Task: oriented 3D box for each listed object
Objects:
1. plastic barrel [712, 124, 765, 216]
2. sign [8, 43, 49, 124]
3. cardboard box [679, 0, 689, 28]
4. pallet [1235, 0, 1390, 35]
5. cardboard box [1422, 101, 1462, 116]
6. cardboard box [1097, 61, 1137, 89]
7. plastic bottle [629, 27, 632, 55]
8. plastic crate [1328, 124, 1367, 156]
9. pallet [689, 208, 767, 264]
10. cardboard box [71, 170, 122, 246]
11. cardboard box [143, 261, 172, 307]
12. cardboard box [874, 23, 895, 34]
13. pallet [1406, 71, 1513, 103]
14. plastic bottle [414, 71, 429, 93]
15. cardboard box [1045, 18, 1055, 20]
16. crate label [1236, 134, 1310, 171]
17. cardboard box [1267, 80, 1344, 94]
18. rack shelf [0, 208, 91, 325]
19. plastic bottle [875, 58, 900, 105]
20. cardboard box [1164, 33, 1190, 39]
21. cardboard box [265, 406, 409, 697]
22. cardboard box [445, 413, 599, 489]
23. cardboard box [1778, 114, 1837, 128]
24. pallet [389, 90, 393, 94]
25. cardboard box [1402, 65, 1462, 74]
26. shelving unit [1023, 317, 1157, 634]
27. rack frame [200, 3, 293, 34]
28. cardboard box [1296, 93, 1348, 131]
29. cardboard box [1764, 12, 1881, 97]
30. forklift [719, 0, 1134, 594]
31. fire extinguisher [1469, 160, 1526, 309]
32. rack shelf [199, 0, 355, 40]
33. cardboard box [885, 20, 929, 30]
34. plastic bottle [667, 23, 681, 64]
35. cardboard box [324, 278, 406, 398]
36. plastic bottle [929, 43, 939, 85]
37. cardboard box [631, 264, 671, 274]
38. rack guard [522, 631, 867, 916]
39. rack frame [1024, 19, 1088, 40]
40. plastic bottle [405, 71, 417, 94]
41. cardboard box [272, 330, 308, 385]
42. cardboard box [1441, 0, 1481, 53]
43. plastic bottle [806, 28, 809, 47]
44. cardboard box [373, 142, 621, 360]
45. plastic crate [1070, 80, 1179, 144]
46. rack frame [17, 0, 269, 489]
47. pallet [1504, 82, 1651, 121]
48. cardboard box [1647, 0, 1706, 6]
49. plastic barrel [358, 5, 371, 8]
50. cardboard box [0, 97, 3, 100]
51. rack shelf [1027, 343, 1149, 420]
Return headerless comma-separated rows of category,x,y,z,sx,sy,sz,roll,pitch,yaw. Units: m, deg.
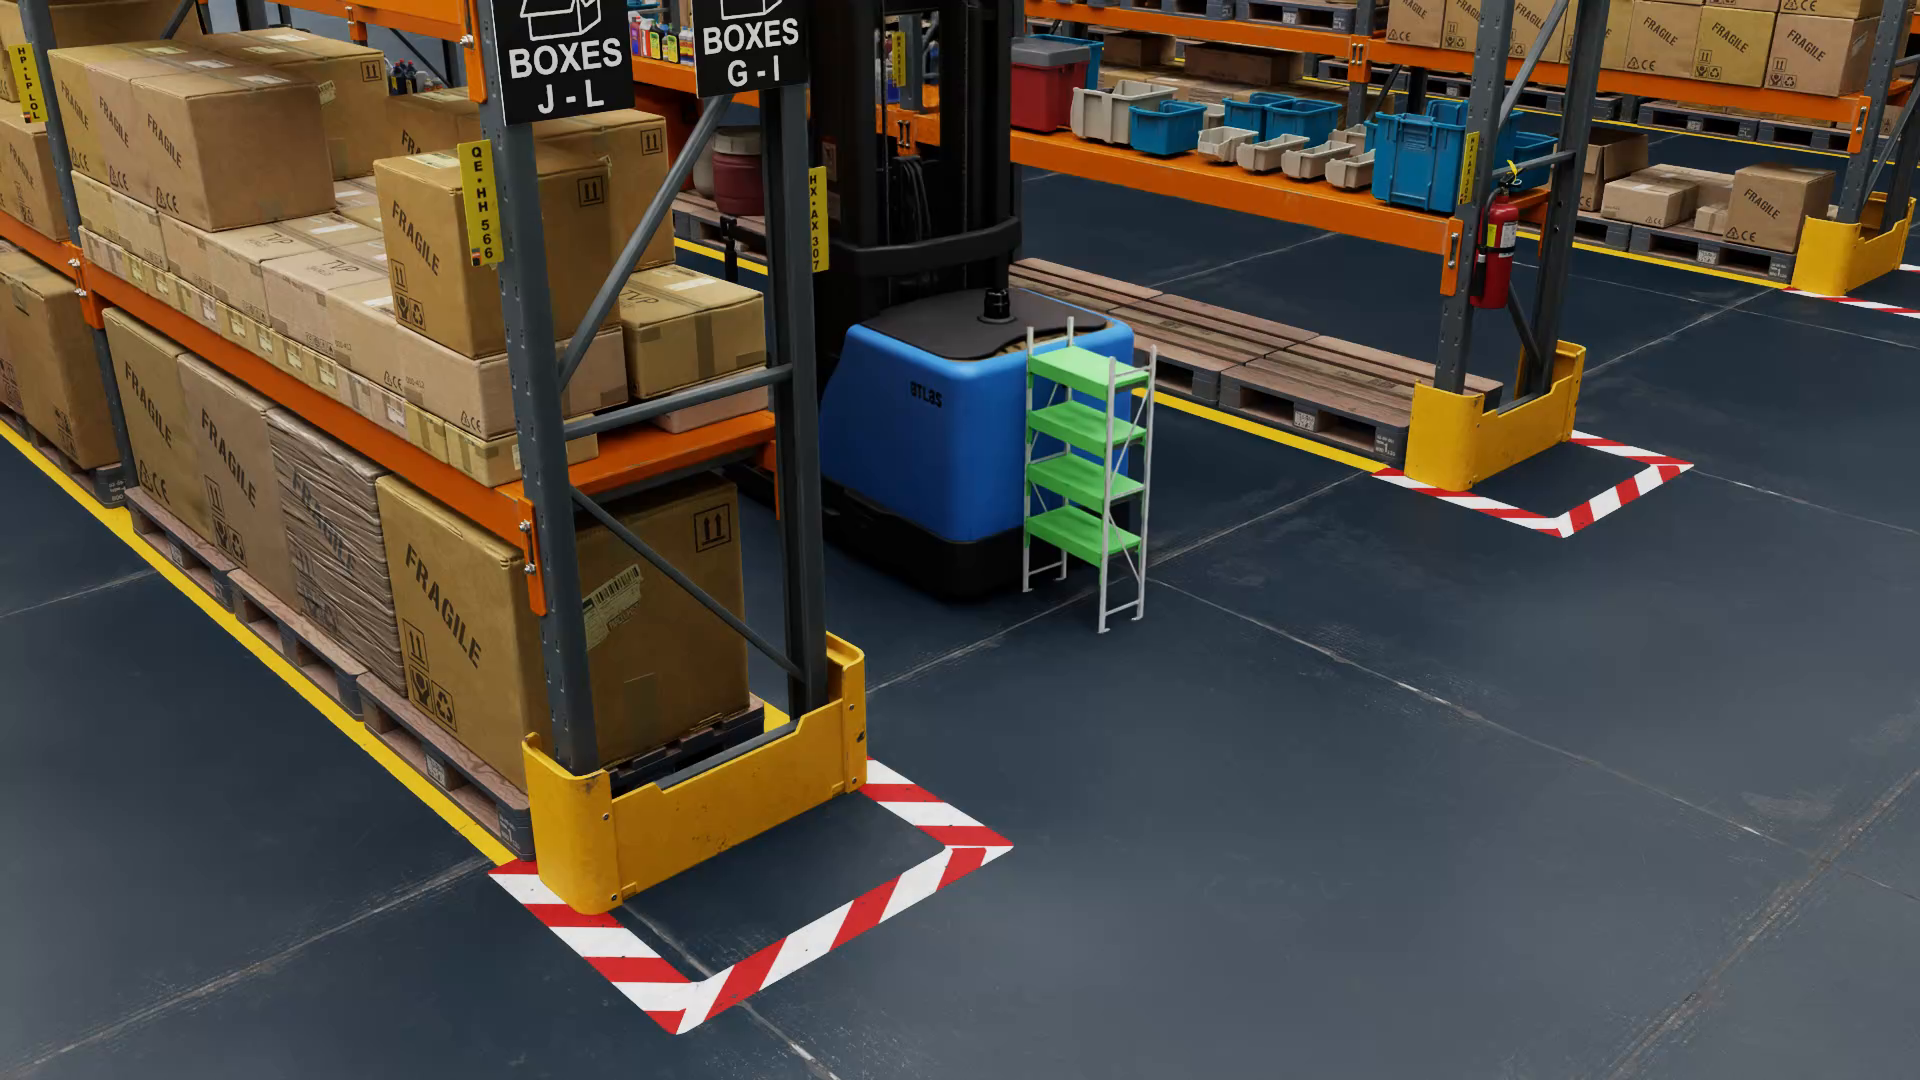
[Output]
plastic barrel,-1.595,-2.845,12.771,0.600,0.588,0.708,-21,32,-38
sign,-3.985,-1.953,7.118,0.100,0.325,0.005,-21,32,-38
cardboard box,-3.336,-6.665,20.649,0.500,0.500,0.500,-21,32,-38
pallet,3.172,-4.614,14.482,1.003,0.211,1.213,-21,32,-38
cardboard box,4.235,-3.399,14.069,0.500,0.500,0.500,-21,32,-38
cardboard box,1.369,-4.327,16.103,0.500,0.500,0.500,22,33,40
plastic bottle,-2.528,-3.851,12.817,0.097,0.201,0.097,0,25,0
plastic crate,2.203,-2.214,9.235,0.250,0.136,0.298,-21,32,-38
pallet,-1.315,-2.371,12.694,1.003,0.211,1.213,-21,32,-38
cardboard box,-3.465,-1.470,7.180,0.500,0.250,0.500,-22,32,-39
cardboard box,-3.095,-1.083,6.812,0.380,0.149,0.250,-22,33,-40
cardboard box,-1.036,-5.542,18.416,0.500,0.311,0.500,23,33,40
pallet,5.831,-5.149,18.781,1.003,0.211,1.213,-21,32,-38
plastic bottle,-5.587,-4.720,17.235,0.152,0.276,0.135,-20,31,-37
cardboard box,1.396,-7.323,23.073,0.250,0.166,0.380,19,31,35
crate label,1.669,-2.085,8.952,0.396,0.136,0.243,-21,32,-38
cardboard box,3.113,-3.866,15.091,0.500,0.500,0.500,-21,32,-38
rack shelf,-4.962,-1.898,9.164,1.077,0.370,4.000,-21,32,-38
plastic bottle,-0.485,-2.996,10.852,0.152,0.276,0.135,-21,32,-38
cardboard box,3.008,-6.795,21.513,0.700,0.500,0.500,-21,32,-38
cardboard box,-1.979,-0.079,6.363,0.875,0.875,0.875,-21,32,-38
cardboard box,-1.345,-0.308,5.113,0.380,0.149,0.250,-20,32,-38
cardboard box,8.378,-4.324,16.120,0.700,0.500,0.500,-20,31,-37
pallet,-6.714,-4.765,17.940,1.003,0.211,1.213,-21,32,-38
cardboard box,5.519,-5.733,18.786,0.750,0.750,0.750,-21,32,-39
shelving unit,0.523,-0.267,6.890,0.258,1.200,0.503,-18,30,-34
rack frame,-8.182,-6.660,18.735,1.000,3.000,0.127,-21,32,-38
cardboard box,3.092,-3.560,14.421,0.500,0.500,0.500,-21,32,-39
cardboard box,5.868,-3.321,11.295,0.500,0.500,0.500,-20,31,-37
forklift,-0.532,-1.647,7.829,1.130,2.935,3.031,-18,30,-34
fire extinguisher,2.526,-1.433,7.820,0.296,0.674,0.183,-21,32,-38
rack shelf,-6.815,-5.727,17.556,1.077,0.370,4.000,-21,32,-38
cardboard box,-0.644,-5.699,18.758,0.500,0.311,0.500,-21,32,-39
plastic bottle,-2.122,-3.697,12.380,0.061,0.283,0.133,-21,32,-38
cardboard box,-1.732,-0.700,5.493,0.500,0.250,0.500,-22,32,-39
plastic bottle,-0.169,-3.298,11.520,0.097,0.271,0.097,0,25,0
cardboard box,-1.352,-0.852,5.827,0.500,0.250,0.500,-22,32,-39
rack guard,-0.845,0.737,5.532,1.175,0.500,0.348,-21,32,-38
rack frame,0.904,-5.641,16.500,1.000,3.000,0.127,-21,32,-38
plastic bottle,-5.664,-4.693,17.167,0.061,0.283,0.133,-21,32,-38
cardboard box,-2.222,-0.695,5.963,0.380,0.149,0.250,-21,32,-38
cardboard box,4.140,-4.088,12.977,0.500,0.500,0.500,-21,32,-38
plastic bottle,-1.107,-3.626,12.240,0.097,0.271,0.097,0,25,0
cardboard box,-1.386,-0.889,5.003,0.500,0.500,0.500,-21,32,-38
plastic crate,0.929,-2.483,9.649,0.437,0.282,0.530,-21,32,-38
rack frame,-3.595,-1.620,7.686,1.000,3.000,0.127,-21,32,-38
pallet,6.669,-4.779,17.971,1.003,0.211,1.213,-21,32,-38
cardboard box,5.164,-4.083,11.760,0.500,0.500,0.500,-20,31,-37
plastic barrel,-5.405,-5.473,15.530,0.600,0.901,0.708,-21,32,-38
cardboard box,-4.810,-2.037,8.482,0.500,0.500,0.500,-22,32,-39
rack shelf,0.523,-0.646,6.717,0.258,0.148,0.480,-18,30,-34
